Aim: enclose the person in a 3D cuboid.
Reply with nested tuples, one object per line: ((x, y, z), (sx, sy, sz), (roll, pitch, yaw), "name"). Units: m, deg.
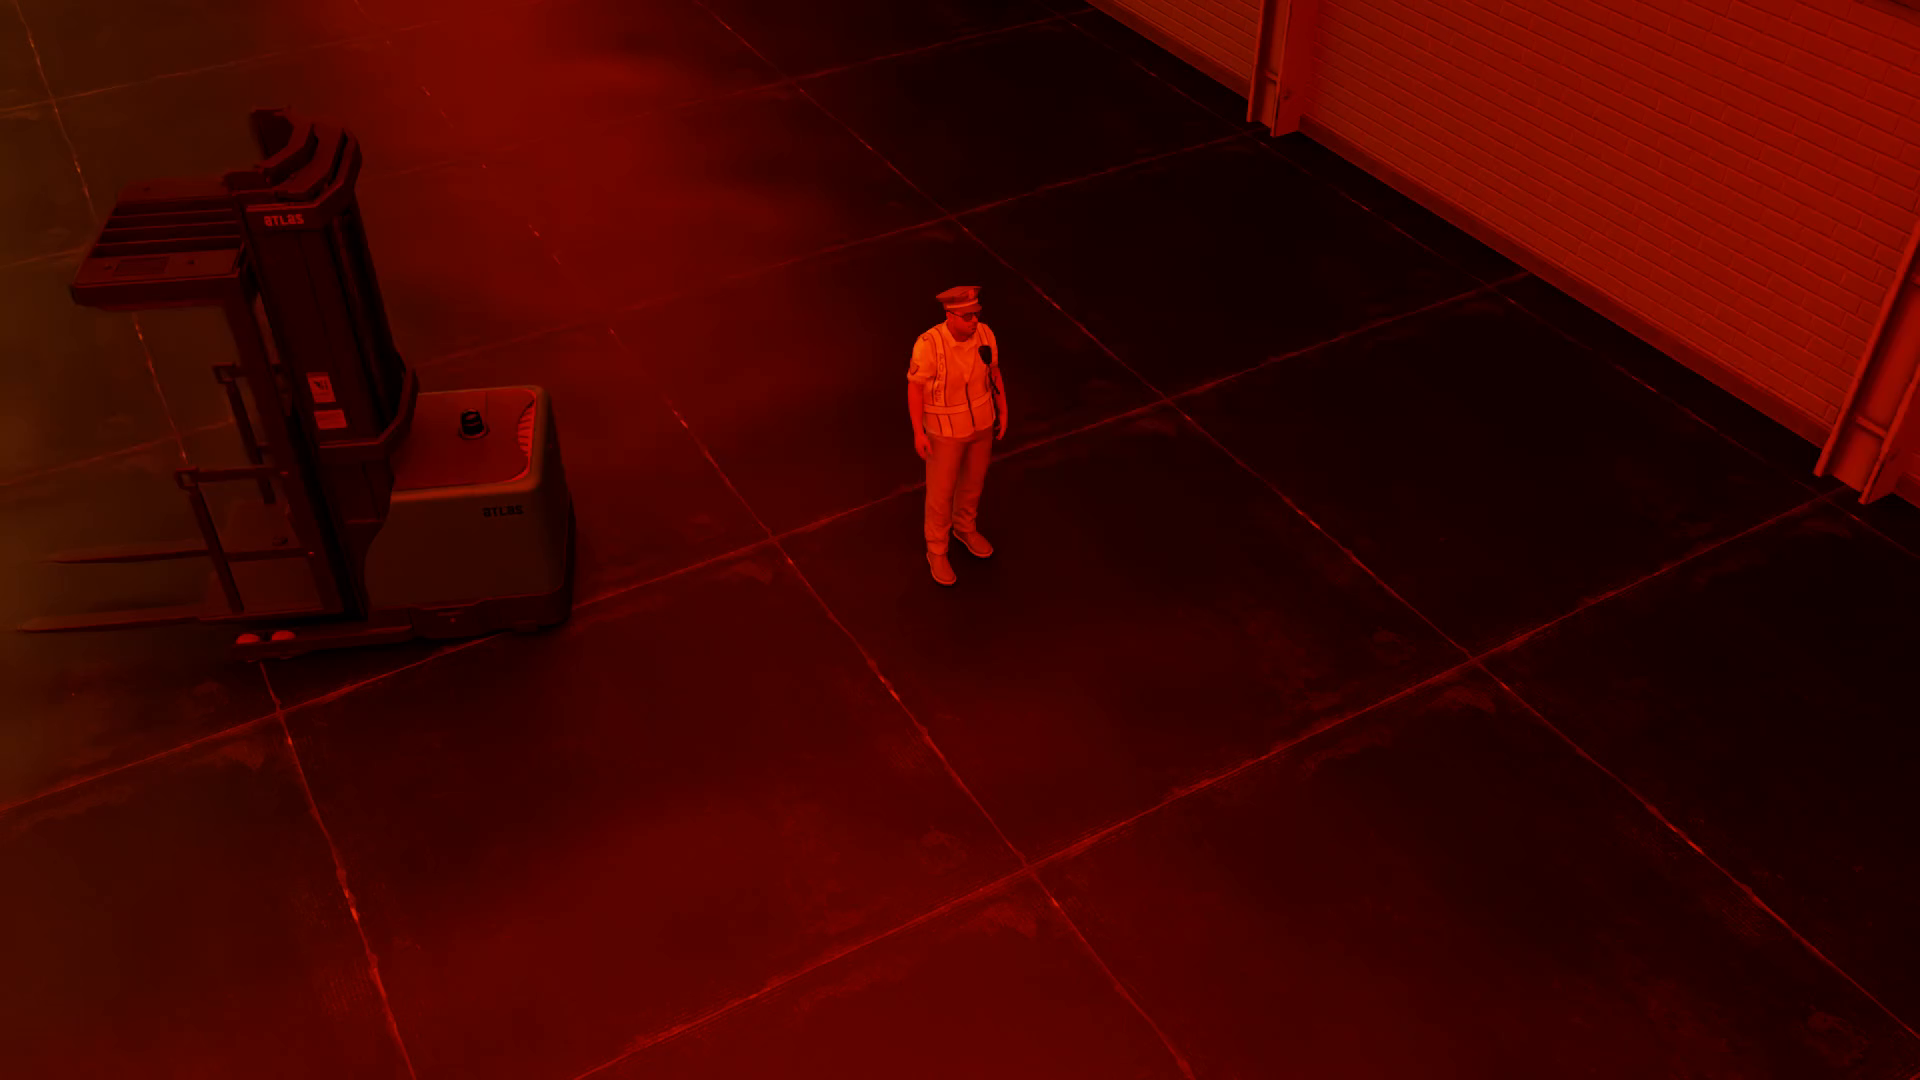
((0.029, -0.645, 9.701), (0.641, 1.780, 0.574), (-20, 44, -23), "person")

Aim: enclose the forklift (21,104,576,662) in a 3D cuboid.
((-3.837, -0.791, 8.990), (3.031, 2.935, 1.130), (-5, 40, -6), "forklift")
